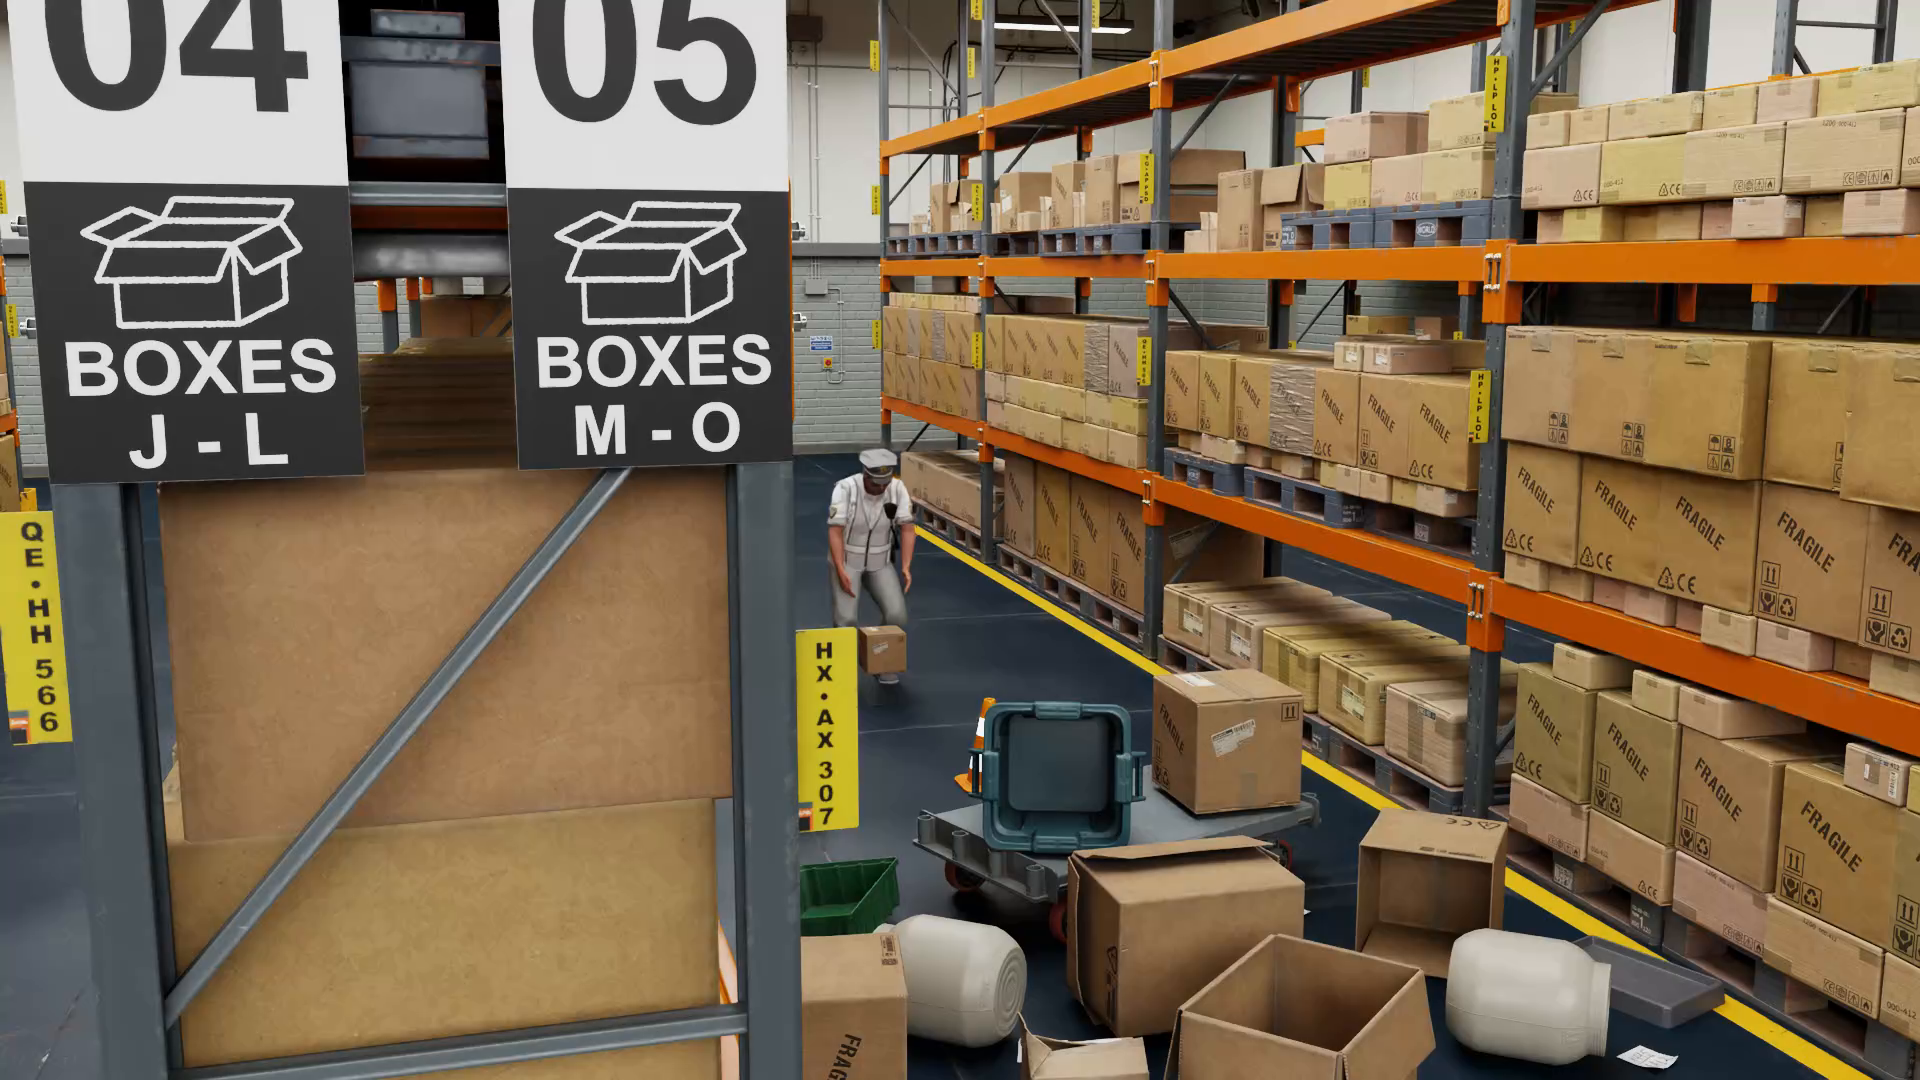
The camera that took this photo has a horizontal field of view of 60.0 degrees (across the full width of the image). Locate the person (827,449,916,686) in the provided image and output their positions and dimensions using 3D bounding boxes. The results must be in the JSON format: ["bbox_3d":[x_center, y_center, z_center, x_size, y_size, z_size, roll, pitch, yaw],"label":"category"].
[{"bbox_3d":[-0.584,0.173,10.885,0.584,1.572,0.682,-3,10,-15],"label":"person"}]
